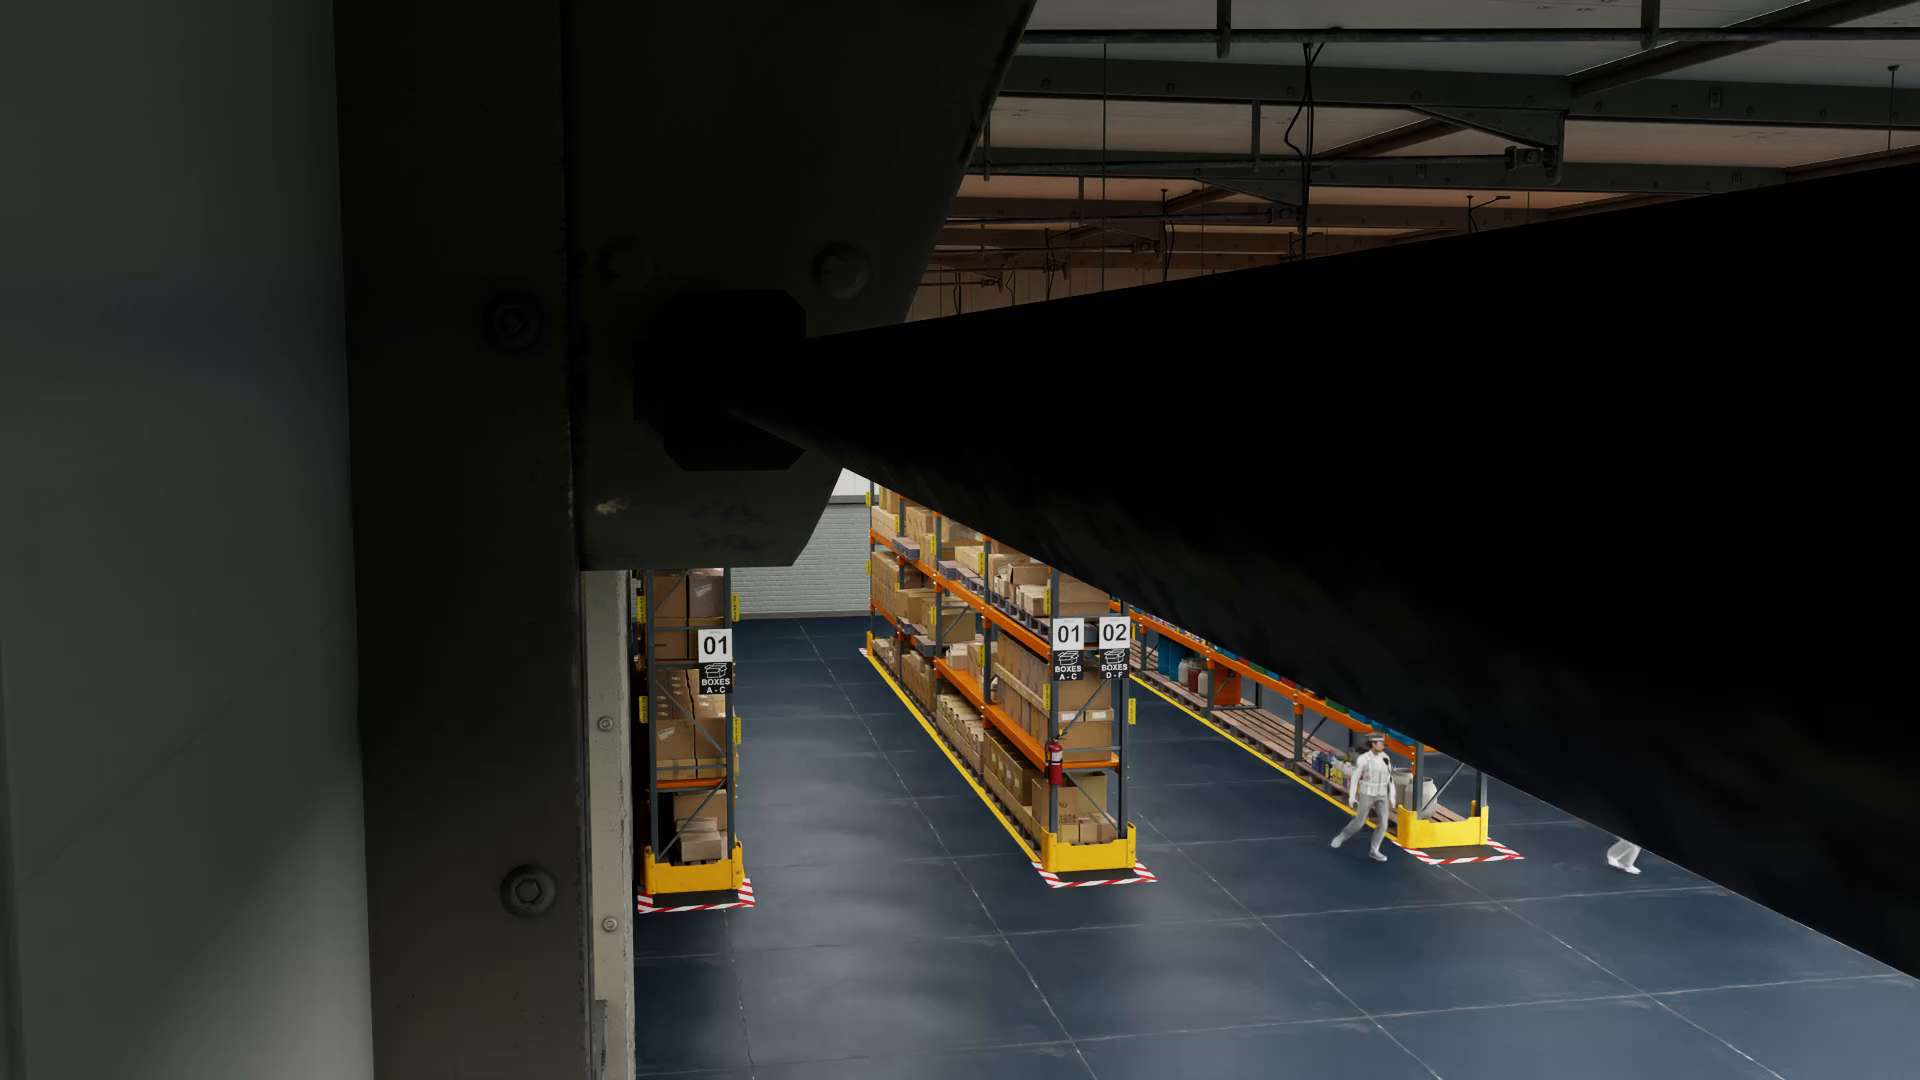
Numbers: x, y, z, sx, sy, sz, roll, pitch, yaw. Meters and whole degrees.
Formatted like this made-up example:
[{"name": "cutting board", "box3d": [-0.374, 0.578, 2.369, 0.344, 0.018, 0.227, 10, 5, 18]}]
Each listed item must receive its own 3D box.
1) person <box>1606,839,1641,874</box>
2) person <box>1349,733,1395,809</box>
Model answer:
[{"name": "person", "box3d": [8.422, 3.362, 20.801, 0.550, 1.644, 0.586, 6, 8, 44]}, {"name": "person", "box3d": [5.289, 2.948, 21.292, 0.567, 0.990, 0.318, -2, 6, -15]}]
